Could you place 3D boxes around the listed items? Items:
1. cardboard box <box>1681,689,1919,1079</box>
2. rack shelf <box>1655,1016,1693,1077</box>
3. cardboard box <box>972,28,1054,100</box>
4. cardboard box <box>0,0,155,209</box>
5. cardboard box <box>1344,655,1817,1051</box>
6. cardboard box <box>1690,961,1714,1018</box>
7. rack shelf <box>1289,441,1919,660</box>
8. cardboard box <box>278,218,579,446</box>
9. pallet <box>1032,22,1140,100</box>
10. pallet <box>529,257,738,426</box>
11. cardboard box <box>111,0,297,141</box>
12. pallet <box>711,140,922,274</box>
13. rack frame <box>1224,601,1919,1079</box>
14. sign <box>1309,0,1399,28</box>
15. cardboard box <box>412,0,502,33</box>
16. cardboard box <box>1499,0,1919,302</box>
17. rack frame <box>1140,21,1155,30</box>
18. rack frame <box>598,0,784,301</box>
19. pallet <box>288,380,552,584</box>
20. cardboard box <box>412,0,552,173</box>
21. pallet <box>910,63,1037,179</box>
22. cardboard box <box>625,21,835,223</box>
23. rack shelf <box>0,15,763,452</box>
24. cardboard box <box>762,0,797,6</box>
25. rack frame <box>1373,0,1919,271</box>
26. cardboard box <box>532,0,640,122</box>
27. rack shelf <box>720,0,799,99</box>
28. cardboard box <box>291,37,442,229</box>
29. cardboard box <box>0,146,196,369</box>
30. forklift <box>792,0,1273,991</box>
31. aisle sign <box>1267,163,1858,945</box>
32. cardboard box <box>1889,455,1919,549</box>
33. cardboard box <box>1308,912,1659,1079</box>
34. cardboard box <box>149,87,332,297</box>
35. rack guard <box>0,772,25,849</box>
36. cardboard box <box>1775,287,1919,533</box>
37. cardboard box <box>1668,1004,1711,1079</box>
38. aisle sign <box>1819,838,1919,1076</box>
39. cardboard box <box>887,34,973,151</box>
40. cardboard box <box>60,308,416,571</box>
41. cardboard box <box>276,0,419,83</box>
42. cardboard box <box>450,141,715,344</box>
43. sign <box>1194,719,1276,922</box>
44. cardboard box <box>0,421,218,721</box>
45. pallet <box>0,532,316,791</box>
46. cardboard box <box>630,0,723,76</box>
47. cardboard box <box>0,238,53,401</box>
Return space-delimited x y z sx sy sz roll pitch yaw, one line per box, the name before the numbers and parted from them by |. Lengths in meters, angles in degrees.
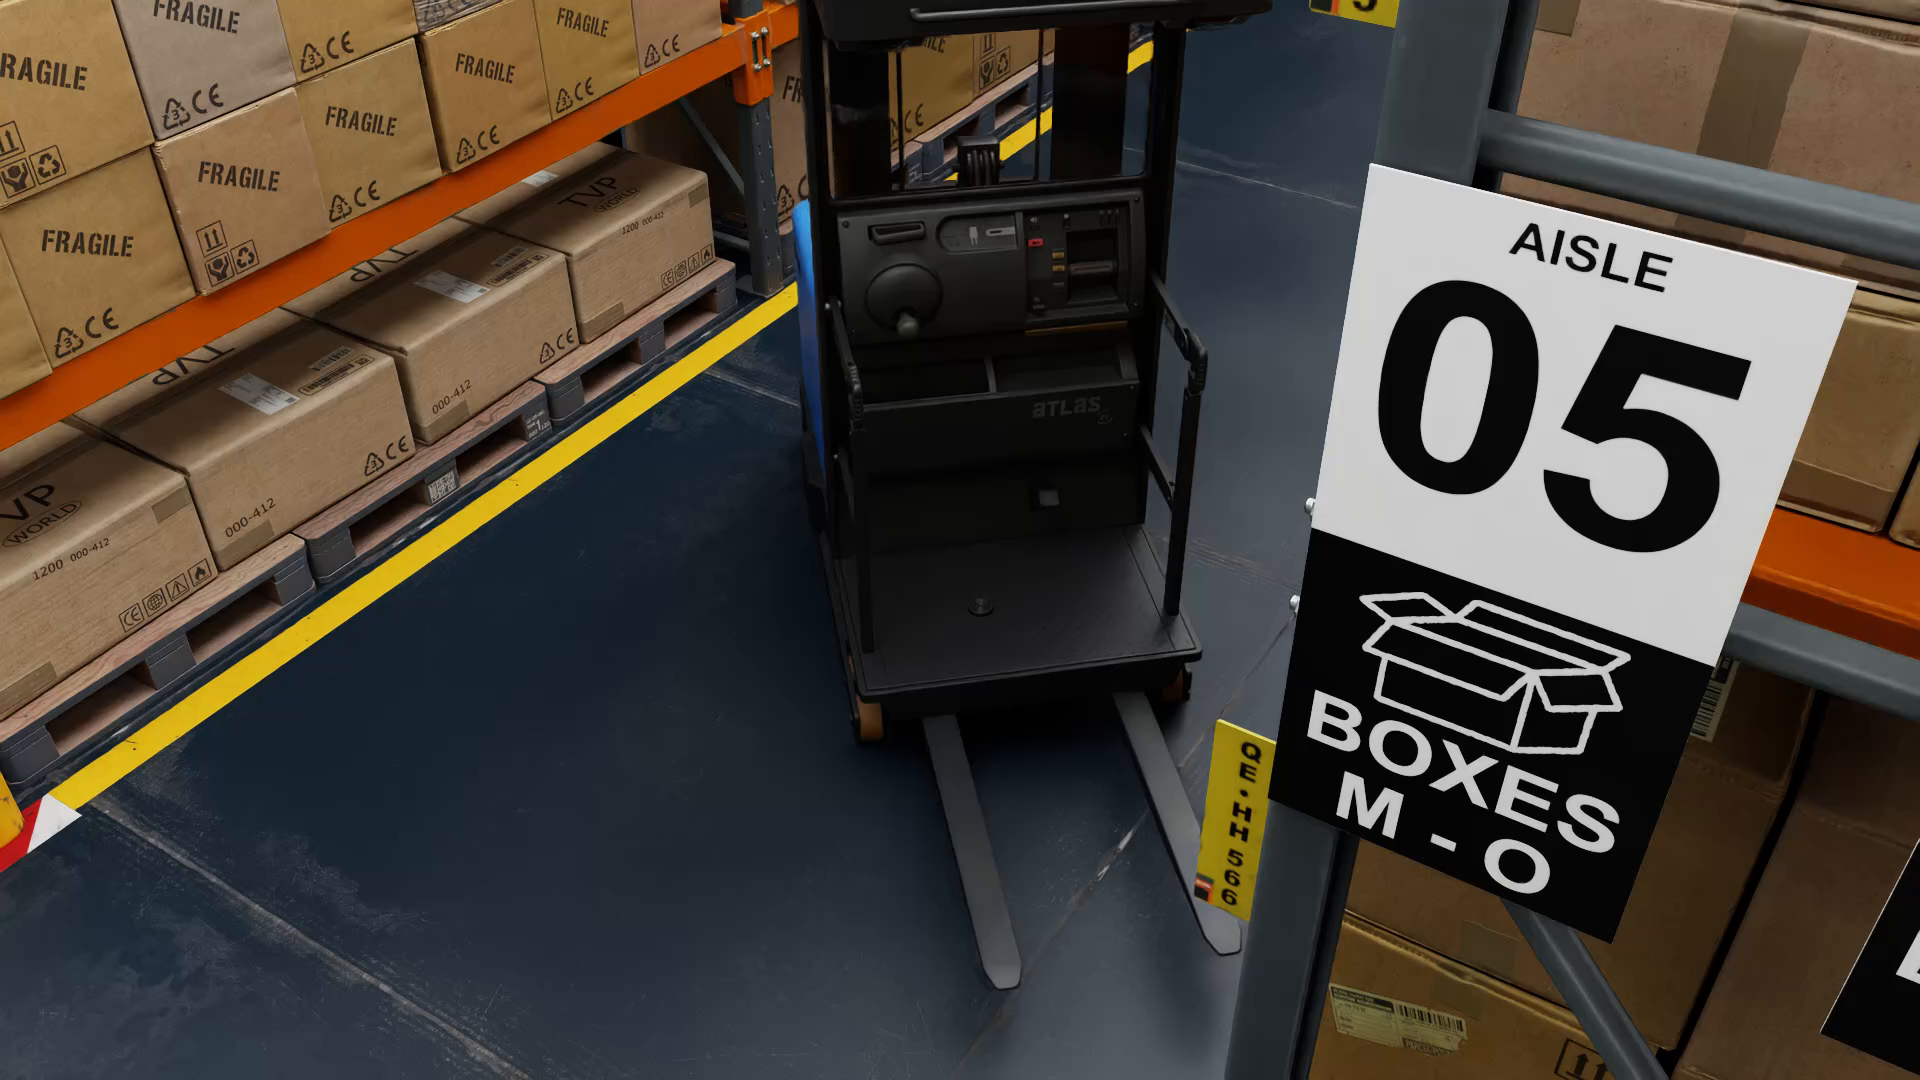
cardboard box | 1.279 0.442 2.075 0.500 0.500 0.500 21 42 25
rack shelf | 1.886 0.394 3.871 1.077 0.370 4.000 21 42 25
cardboard box | -0.055 -3.089 9.196 0.875 0.875 0.875 22 43 26
cardboard box | -2.650 -1.285 4.560 0.500 0.500 0.500 20 42 24
cardboard box | 0.850 0.269 2.299 0.500 0.500 0.500 20 42 24
cardboard box | 1.554 0.557 2.745 0.500 0.500 0.500 21 42 25
rack shelf | 1.886 -0.794 2.955 1.077 0.370 4.000 21 42 25
cardboard box | -2.182 -0.890 6.703 0.875 0.438 0.875 20 42 24
pallet | 0.381 -3.065 10.053 1.003 0.211 1.213 21 42 25
pallet | -1.750 -1.018 7.398 1.003 0.211 1.213 21 42 25
cardboard box | -2.381 -1.553 4.907 0.500 0.500 0.500 21 42 25
pallet | -0.926 -1.807 8.421 1.003 0.211 1.213 21 42 25
rack frame | 0.815 1.140 2.314 1.000 3.000 0.127 21 42 25
sign | 0.357 -0.590 1.377 0.100 0.325 0.005 21 42 25
cardboard box | -1.839 -2.067 5.573 0.500 0.500 0.500 22 43 26
cardboard box | 0.847 -0.507 1.708 0.500 0.250 0.500 20 42 24
rack frame | 0.867 -4.551 9.697 1.000 3.000 0.127 21 42 25
rack frame | -1.276 -2.489 7.022 1.000 3.000 0.127 21 42 25
pallet | -2.402 -0.387 6.579 1.003 0.211 1.213 21 42 25
cardboard box | -1.837 -1.675 5.884 0.500 0.500 0.500 21 42 24
pallet | -0.273 -2.439 9.240 1.003 0.211 1.213 21 42 25
cardboard box | -1.011 -2.160 7.991 0.875 0.875 0.875 23 43 26
rack shelf | -2.348 -1.173 5.904 1.077 0.370 4.000 21 42 25
cardboard box | -0.817 -2.570 7.250 0.500 0.250 0.500 20 42 24
rack frame | 0.815 -1.236 0.483 1.000 3.000 0.127 21 42 25
cardboard box | -1.580 -1.939 6.226 0.500 0.500 0.500 20 42 24
rack shelf | -0.205 -3.235 8.579 1.077 0.370 4.000 21 42 25
cardboard box | -2.130 -1.410 5.540 0.500 0.500 0.500 23 43 27
cardboard box | -2.672 -0.890 4.866 0.500 0.500 0.500 21 42 25
forklift | 0.144 -0.751 4.824 1.130 2.935 3.031 -7 38 -8
aisle sign | 0.522 0.050 1.599 0.394 0.787 0.004 21 42 25
cardboard box | 1.271 -0.136 1.636 0.500 0.250 0.500 23 43 27
cardboard box | 0.838 0.667 2.603 0.500 0.500 0.500 22 43 26
cardboard box | -2.384 -1.146 5.198 0.500 0.500 0.500 21 42 25
rack guard | -3.432 0.575 5.094 1.175 0.500 0.348 21 42 25
cardboard box | 0.835 -0.309 1.861 0.500 0.250 0.500 20 42 24
cardboard box | 1.289 0.842 2.376 0.500 0.500 0.500 23 43 27
aisle sign | 1.029 0.246 1.344 0.394 0.787 0.004 21 42 25
cardboard box | -0.534 -2.628 8.598 0.875 0.875 0.875 22 43 26
cardboard box | -2.667 -0.426 6.100 0.875 0.438 0.875 22 43 26
cardboard box | -2.115 -1.811 5.241 0.500 0.500 0.500 21 42 25
cardboard box | -1.703 -1.352 7.302 0.875 0.438 0.875 21 42 24
sign | 0.357 0.365 2.113 0.100 0.325 0.005 21 42 25
cardboard box | -3.150 0.049 5.485 0.875 0.438 0.875 20 42 24
pallet | -3.057 0.240 5.766 1.003 0.211 1.213 21 42 25
cardboard box | -1.309 -2.206 6.573 0.500 0.500 0.500 22 43 26
cardboard box | -2.919 -0.620 4.516 0.500 0.500 0.500 21 42 25
